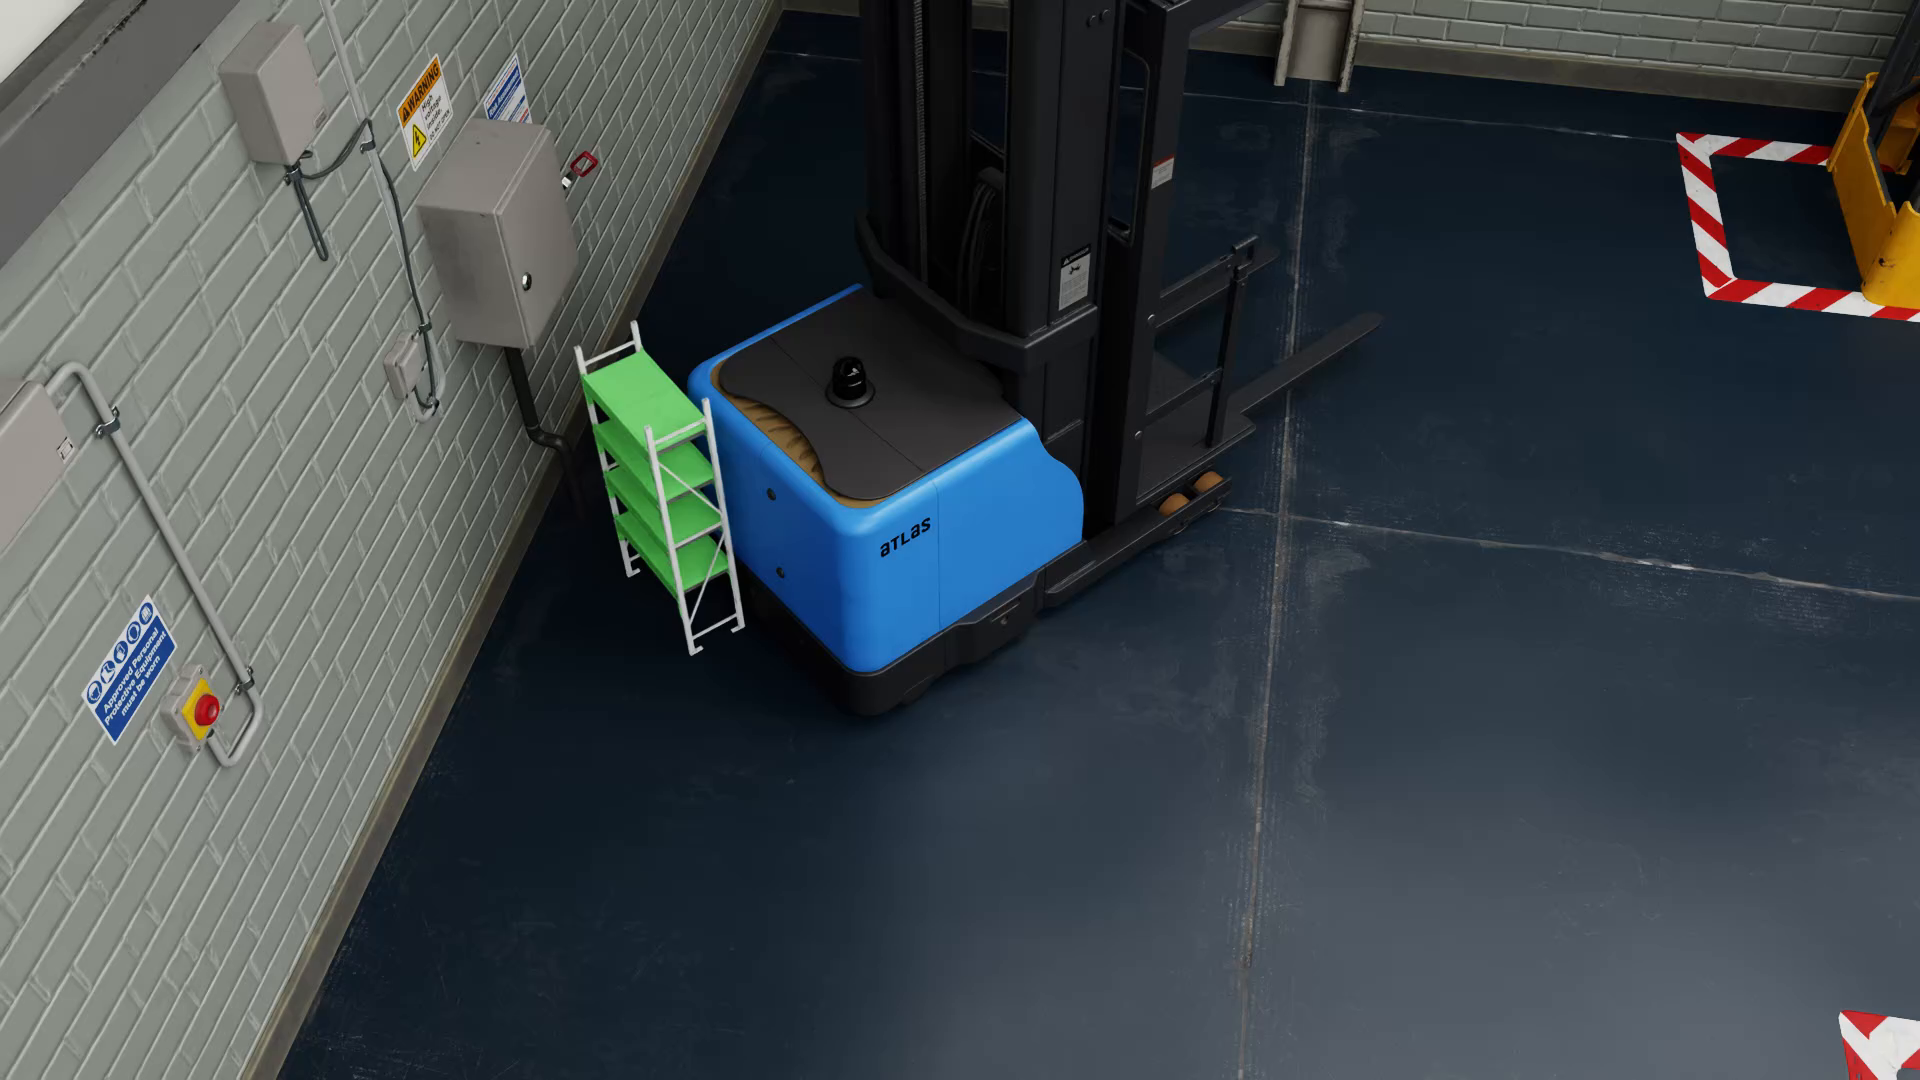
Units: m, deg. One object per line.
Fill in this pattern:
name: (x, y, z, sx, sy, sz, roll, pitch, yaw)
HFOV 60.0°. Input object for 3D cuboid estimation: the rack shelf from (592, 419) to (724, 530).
rack shelf: (-1.078, -0.280, 5.930, 0.258, 0.148, 0.480, -29, 54, -23)

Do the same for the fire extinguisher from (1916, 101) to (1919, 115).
fire extinguisher: (4.167, -2.043, 6.844, 0.183, 0.674, 0.296, 8, 49, 7)

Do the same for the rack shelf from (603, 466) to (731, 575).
rack shelf: (-1.078, -0.120, 6.109, 0.258, 0.148, 0.480, -29, 54, -23)

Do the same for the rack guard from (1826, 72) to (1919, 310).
rack guard: (4.469, -1.667, 7.884, 0.348, 0.500, 1.175, 8, 49, 7)

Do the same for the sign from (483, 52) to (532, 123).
sign: (-1.637, -1.483, 6.102, 0.001, 0.494, 0.329, 8, 49, 7)

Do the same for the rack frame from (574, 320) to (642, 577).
rack frame: (-1.222, -0.309, 6.192, 0.240, 1.200, 0.015, -29, 54, -23)

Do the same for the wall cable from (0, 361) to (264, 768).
wall cable: (-2.038, 0.042, 3.963, 0.123, 1.953, 0.585, 8, 49, 7)

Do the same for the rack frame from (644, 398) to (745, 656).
rack frame: (-0.933, -0.017, 5.930, 0.240, 1.200, 0.015, -29, 54, -23)

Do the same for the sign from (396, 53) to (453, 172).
sign: (-1.734, -1.389, 5.398, 0.001, 0.242, 0.339, 8, 49, 7)

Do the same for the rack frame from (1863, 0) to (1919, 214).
rack frame: (4.394, -2.513, 6.963, 0.127, 3.000, 1.000, 8, 49, 7)

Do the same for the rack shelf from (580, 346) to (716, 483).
rack shelf: (-1.079, -0.440, 5.751, 0.258, 0.148, 0.480, -29, 54, -23)

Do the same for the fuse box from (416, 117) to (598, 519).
fuse box: (-1.521, -0.695, 6.196, 0.414, 1.711, 0.539, 8, 49, 7)

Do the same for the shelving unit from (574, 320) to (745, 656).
shelving unit: (-1.078, -0.163, 6.061, 0.258, 1.200, 0.503, -29, 54, -23)

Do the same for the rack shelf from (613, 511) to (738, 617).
rack shelf: (-1.077, 0.040, 6.287, 0.258, 0.148, 0.480, -29, 54, -23)

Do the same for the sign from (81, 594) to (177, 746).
sign: (-2.107, 0.329, 4.228, 0.001, 0.218, 0.327, 8, 49, 7)

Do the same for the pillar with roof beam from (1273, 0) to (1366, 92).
pillar with roof beam: (1.135, -2.383, 2.813, 0.400, 9.000, 9.100, 8, 49, 7)

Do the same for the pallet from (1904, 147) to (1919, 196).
pallet: (5.254, -1.466, 7.897, 1.213, 0.211, 1.003, 8, 49, 7)

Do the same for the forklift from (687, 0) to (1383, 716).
forklift: (0.483, -1.277, 5.899, 3.031, 2.935, 1.130, -32, 55, -25)
